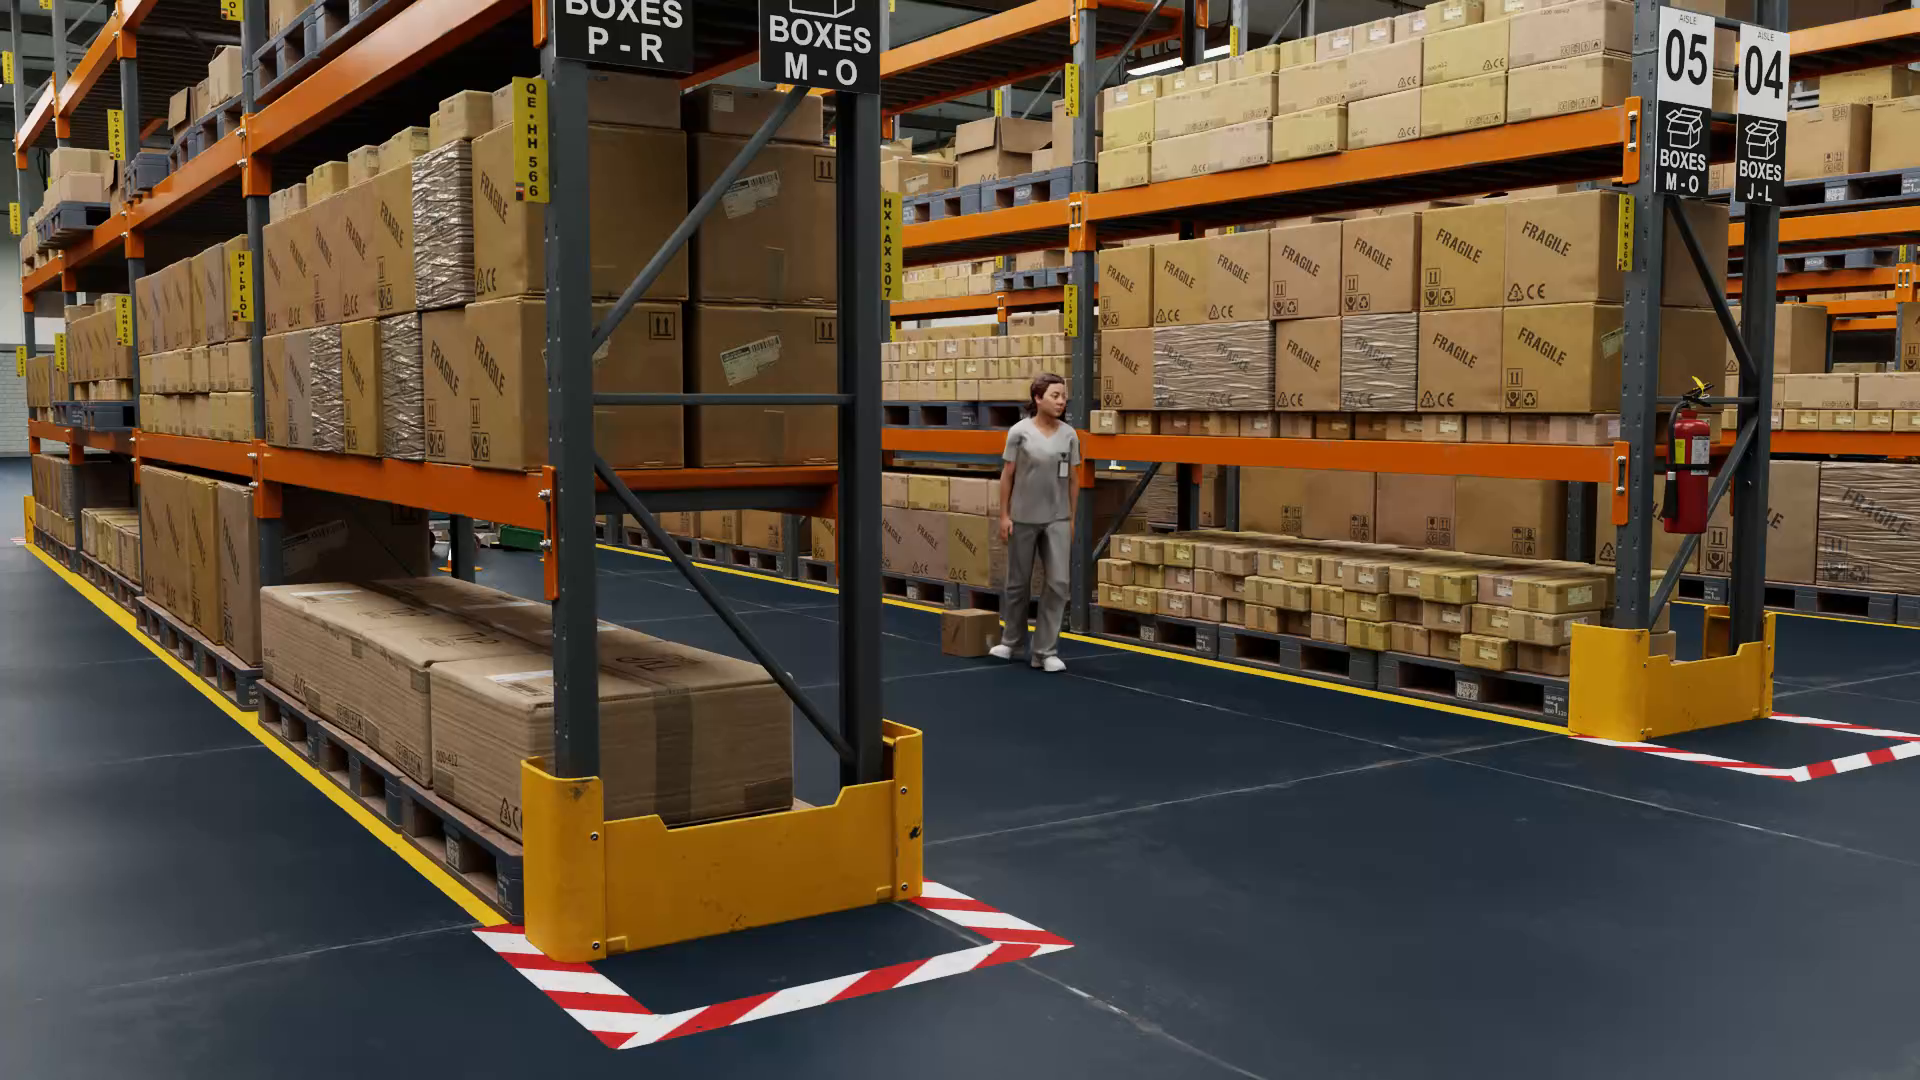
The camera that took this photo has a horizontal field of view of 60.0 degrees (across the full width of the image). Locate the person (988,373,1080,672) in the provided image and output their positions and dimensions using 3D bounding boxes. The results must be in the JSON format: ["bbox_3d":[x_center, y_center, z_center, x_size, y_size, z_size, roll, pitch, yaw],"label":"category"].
[{"bbox_3d":[0.423,-0.107,9.384,0.497,1.658,0.562,-1,5,-10],"label":"person"}]
